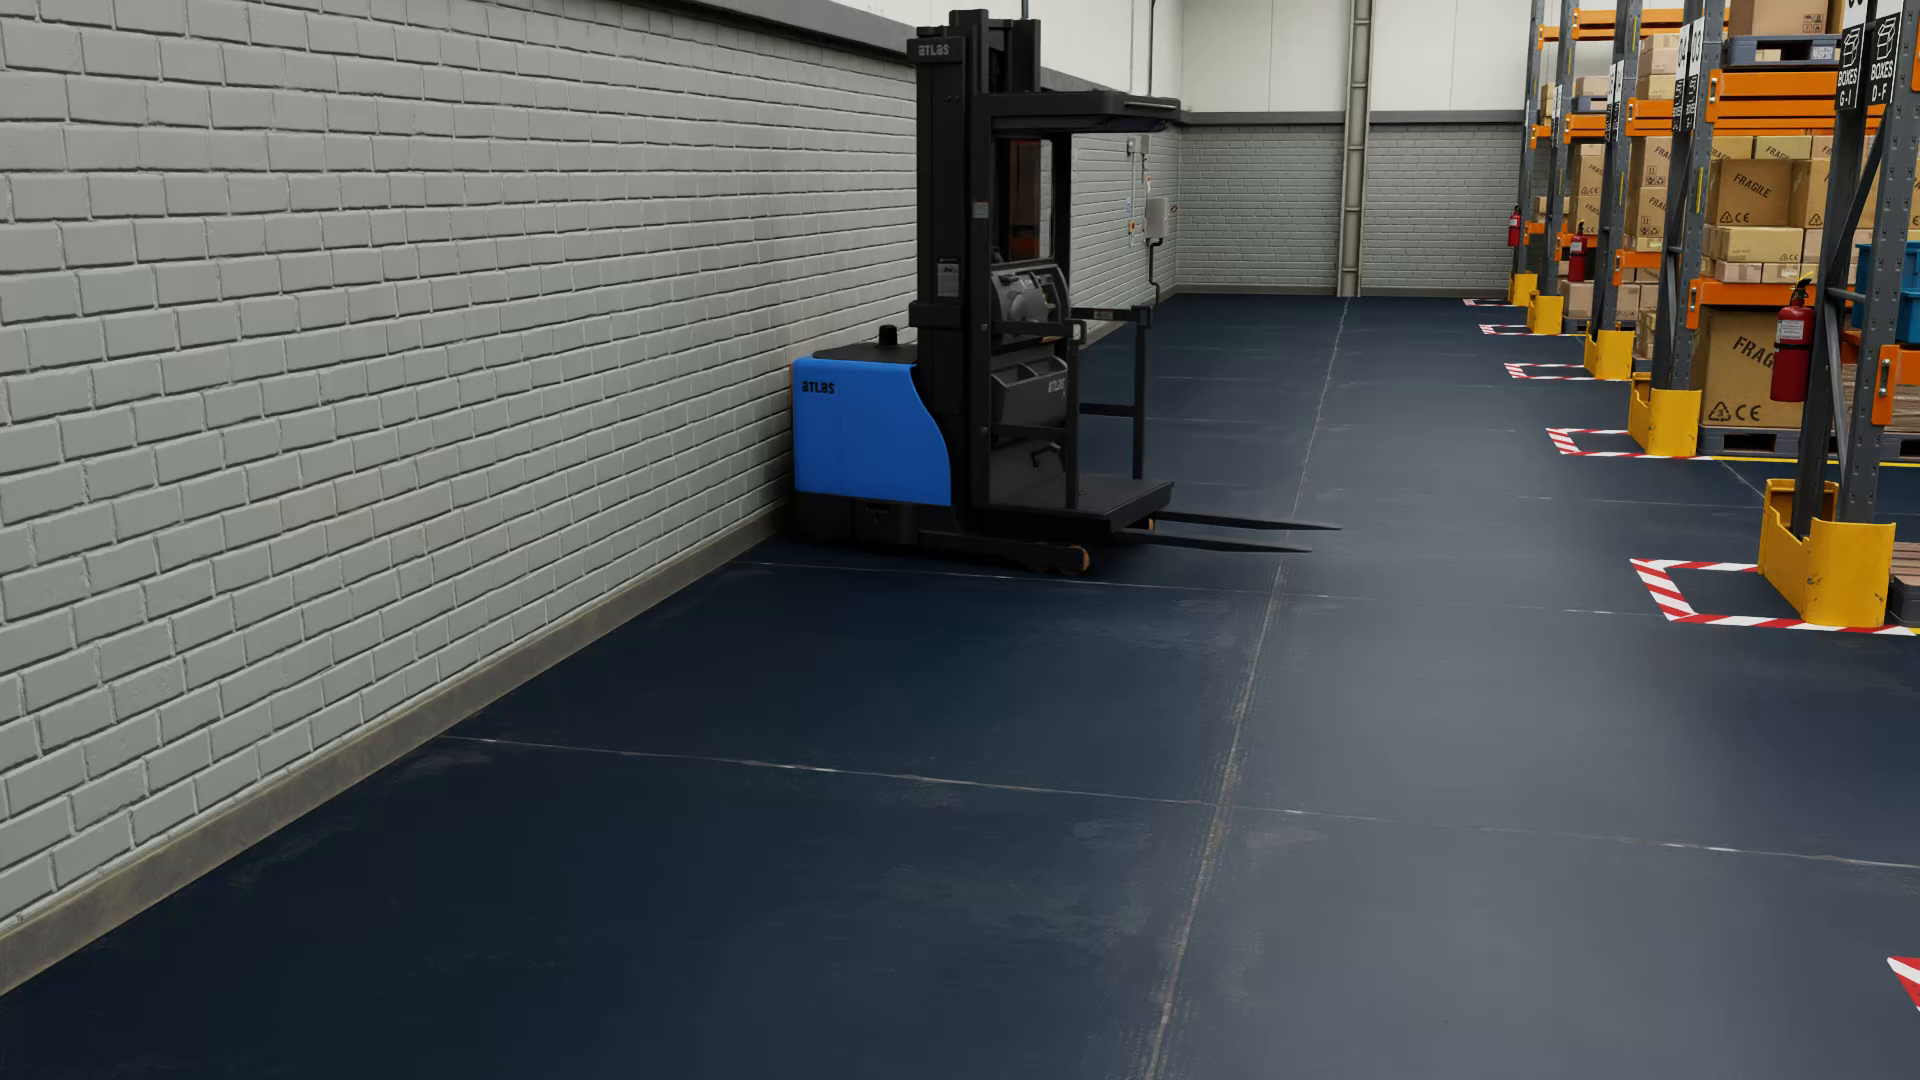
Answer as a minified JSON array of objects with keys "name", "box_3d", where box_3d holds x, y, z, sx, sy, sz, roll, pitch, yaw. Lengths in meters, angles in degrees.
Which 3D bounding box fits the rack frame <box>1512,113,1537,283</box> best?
[{"name":"rack frame","box_3d":[9.111,-5.345,26.901,0.127,3.000,1.000,3,13,14]}]

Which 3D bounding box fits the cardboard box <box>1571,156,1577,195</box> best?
[{"name":"cardboard box","box_3d":[8.451,-4.863,22.189,0.500,0.500,0.500,4,13,15]}]

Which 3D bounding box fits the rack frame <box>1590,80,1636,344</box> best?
[{"name":"rack frame","box_3d":[6.838,-3.255,17.480,0.127,3.000,1.000,3,13,14]}]

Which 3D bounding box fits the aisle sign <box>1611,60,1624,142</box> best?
[{"name":"aisle sign","box_3d":[6.695,-4.465,16.931,0.004,0.787,0.394,3,13,14]}]

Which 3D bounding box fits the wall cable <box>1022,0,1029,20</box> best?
[{"name":"wall cable","box_3d":[0.887,-7.735,16.394,0.120,5.999,2.277,3,13,14]}]

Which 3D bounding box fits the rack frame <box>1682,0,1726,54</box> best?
[{"name":"rack frame","box_3d":[5.551,-5.146,12.153,0.127,3.000,1.000,3,13,14]}]

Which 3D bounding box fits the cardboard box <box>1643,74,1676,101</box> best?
[{"name":"cardboard box","box_3d":[7.212,-4.569,16.824,0.500,0.250,0.500,4,13,16]}]

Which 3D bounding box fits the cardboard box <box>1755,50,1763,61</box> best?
[{"name":"cardboard box","box_3d":[7.709,-4.786,16.647,0.500,0.250,0.500,3,13,13]}]

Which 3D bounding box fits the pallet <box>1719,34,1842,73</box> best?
[{"name":"pallet","box_3d":[6.274,-3.602,12.324,1.213,0.211,1.003,3,13,14]}]

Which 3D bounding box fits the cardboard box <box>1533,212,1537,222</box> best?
[{"name":"cardboard box","box_3d":[9.497,-5.262,27.105,0.250,0.149,0.380,3,13,13]}]

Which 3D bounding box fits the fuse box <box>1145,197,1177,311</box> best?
[{"name":"fuse box","box_3d":[3.090,-4.394,25.589,0.414,1.711,0.539,3,13,14]}]

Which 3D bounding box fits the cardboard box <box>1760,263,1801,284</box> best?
[{"name":"cardboard box","box_3d":[6.066,-1.994,12.375,0.250,0.149,0.380,3,13,13]}]

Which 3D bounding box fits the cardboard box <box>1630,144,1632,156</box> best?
[{"name":"cardboard box","box_3d":[8.700,-5.042,21.497,0.250,0.149,0.380,3,13,15]}]

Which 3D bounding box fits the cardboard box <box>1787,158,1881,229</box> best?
[{"name":"cardboard box","box_3d":[6.438,-2.548,12.220,0.500,0.500,0.500,3,13,12]}]

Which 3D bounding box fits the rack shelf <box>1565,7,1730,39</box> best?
[{"name":"rack shelf","box_3d":[9.867,-6.580,21.199,4.000,0.370,1.077,3,13,14]}]

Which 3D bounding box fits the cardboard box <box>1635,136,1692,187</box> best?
[{"name":"cardboard box","box_3d":[7.210,-3.858,16.972,0.500,0.500,0.500,3,13,13]}]

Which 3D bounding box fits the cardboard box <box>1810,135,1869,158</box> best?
[{"name":"cardboard box","box_3d":[8.697,-3.776,16.602,0.500,0.500,0.500,3,13,12]}]

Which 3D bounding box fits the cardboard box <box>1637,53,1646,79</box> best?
[{"name":"cardboard box","box_3d":[7.346,-4.920,17.251,0.500,0.250,0.500,3,13,12]}]

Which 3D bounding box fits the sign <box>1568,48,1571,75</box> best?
[{"name":"sign","box_3d":[7.787,-6.115,21.243,0.005,0.325,0.100,3,13,14]}]

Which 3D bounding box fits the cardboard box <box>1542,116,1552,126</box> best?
[{"name":"cardboard box","box_3d":[9.365,-6.622,26.309,0.250,0.149,0.380,3,13,15]}]

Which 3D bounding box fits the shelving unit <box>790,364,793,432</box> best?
[{"name":"shelving unit","box_3d":[-0.461,-0.744,10.287,1.048,1.125,0.538,-4,11,16]}]

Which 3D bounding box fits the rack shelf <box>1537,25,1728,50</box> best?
[{"name":"rack shelf","box_3d":[11.053,-7.817,25.862,4.000,0.370,1.077,3,13,14]}]

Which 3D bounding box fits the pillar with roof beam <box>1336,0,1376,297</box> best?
[{"name":"pillar with roof beam","box_3d":[5.678,-7.698,23.656,0.400,9.000,9.100,3,13,14]}]

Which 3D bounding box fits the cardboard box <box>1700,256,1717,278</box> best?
[{"name":"cardboard box","box_3d":[5.976,-2.145,13.059,0.250,0.149,0.380,3,13,15]}]

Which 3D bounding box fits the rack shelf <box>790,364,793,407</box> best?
[{"name":"rack shelf","box_3d":[-0.496,-1.030,10.236,1.000,0.278,0.538,-4,11,16]}]

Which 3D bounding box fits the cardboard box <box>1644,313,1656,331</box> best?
[{"name":"cardboard box","box_3d":[7.265,-2.260,17.235,0.250,0.149,0.380,2,13,11]}]

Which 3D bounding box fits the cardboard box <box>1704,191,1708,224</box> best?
[{"name":"cardboard box","box_3d":[7.733,-3.345,16.969,0.500,0.500,0.500,3,13,14]}]

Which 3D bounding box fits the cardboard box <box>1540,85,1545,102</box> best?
[{"name":"cardboard box","box_3d":[9.610,-7.161,26.667,0.500,0.250,0.500,3,13,12]}]

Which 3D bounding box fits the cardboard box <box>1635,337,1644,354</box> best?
[{"name":"cardboard box","box_3d":[7.399,-2.085,17.818,0.250,0.149,0.380,3,13,14]}]

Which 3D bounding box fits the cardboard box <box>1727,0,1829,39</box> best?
[{"name":"cardboard box","box_3d":[6.069,-3.969,12.340,0.500,0.500,0.700,2,13,10]}]

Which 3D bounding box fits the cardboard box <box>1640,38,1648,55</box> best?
[{"name":"cardboard box","box_3d":[7.231,-5.130,17.275,0.250,0.149,0.380,3,13,13]}]

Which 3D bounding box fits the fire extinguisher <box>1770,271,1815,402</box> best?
[{"name":"fire extinguisher","box_3d":[4.327,-1.059,8.623,0.183,0.674,0.296,3,13,14]}]

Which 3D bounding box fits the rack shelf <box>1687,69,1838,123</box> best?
[{"name":"rack shelf","box_3d":[7.493,-3.227,12.088,4.000,0.370,1.077,3,13,14]}]

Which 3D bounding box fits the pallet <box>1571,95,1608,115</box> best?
[{"name":"pallet","box_3d":[8.648,-5.686,21.717,1.213,0.211,1.003,3,13,14]}]

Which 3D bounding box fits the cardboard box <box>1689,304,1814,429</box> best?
[{"name":"cardboard box","box_3d":[6.192,-1.369,12.913,0.875,0.875,0.875,3,13,14]}]

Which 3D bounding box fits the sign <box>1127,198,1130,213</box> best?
[{"name":"sign","box_3d":[2.374,-4.714,23.432,0.001,0.218,0.327,3,13,14]}]

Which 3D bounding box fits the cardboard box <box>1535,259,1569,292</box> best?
[{"name":"cardboard box","box_3d":[9.682,-4.280,26.893,0.637,0.503,0.797,3,13,11]}]

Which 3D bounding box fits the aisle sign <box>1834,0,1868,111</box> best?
[{"name":"aisle sign","box_3d":[4.365,-2.510,8.121,0.004,0.787,0.394,3,13,14]}]

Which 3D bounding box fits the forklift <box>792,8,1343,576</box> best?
[{"name":"forklift","box_3d":[0.578,-1.368,9.133,3.031,2.935,1.130,6,14,26]}]

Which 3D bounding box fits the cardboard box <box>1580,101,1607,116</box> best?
[{"name":"cardboard box","box_3d":[9.975,-6.779,26.098,0.500,0.250,0.500,3,13,15]}]

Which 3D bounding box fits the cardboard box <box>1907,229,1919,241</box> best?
[{"name":"cardboard box","box_3d":[6.946,-2.155,12.182,0.500,0.250,0.500,3,13,12]}]

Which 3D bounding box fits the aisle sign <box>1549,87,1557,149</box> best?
[{"name":"aisle sign","box_3d":[7.930,-5.639,22.225,0.004,0.787,0.394,3,13,14]}]

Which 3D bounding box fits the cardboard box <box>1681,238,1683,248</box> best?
[{"name":"cardboard box","box_3d":[7.331,-3.042,17.101,0.250,0.149,0.380,4,13,16]}]

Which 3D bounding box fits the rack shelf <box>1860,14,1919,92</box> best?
[{"name":"rack shelf","box_3d":[6.306,-2.185,7.393,4.000,0.370,1.077,3,13,14]}]

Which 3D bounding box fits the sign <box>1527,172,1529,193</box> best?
[{"name":"sign","box_3d":[8.981,-5.654,26.293,0.005,0.325,0.100,3,13,14]}]

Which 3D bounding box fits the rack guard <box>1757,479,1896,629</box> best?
[{"name":"rack guard","box_3d":[4.338,0.046,8.372,0.348,0.500,1.175,3,13,14]}]

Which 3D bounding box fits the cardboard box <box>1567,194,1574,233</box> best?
[{"name":"cardboard box","box_3d":[8.457,-4.381,22.323,0.500,0.500,0.500,3,13,14]}]

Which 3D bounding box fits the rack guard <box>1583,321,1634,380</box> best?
[{"name":"rack guard","box_3d":[6.911,-2.031,17.733,0.348,0.500,1.175,3,13,14]}]

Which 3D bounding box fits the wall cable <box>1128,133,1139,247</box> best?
[{"name":"wall cable","box_3d":[2.445,-5.100,23.379,0.123,1.953,0.585,3,13,14]}]
